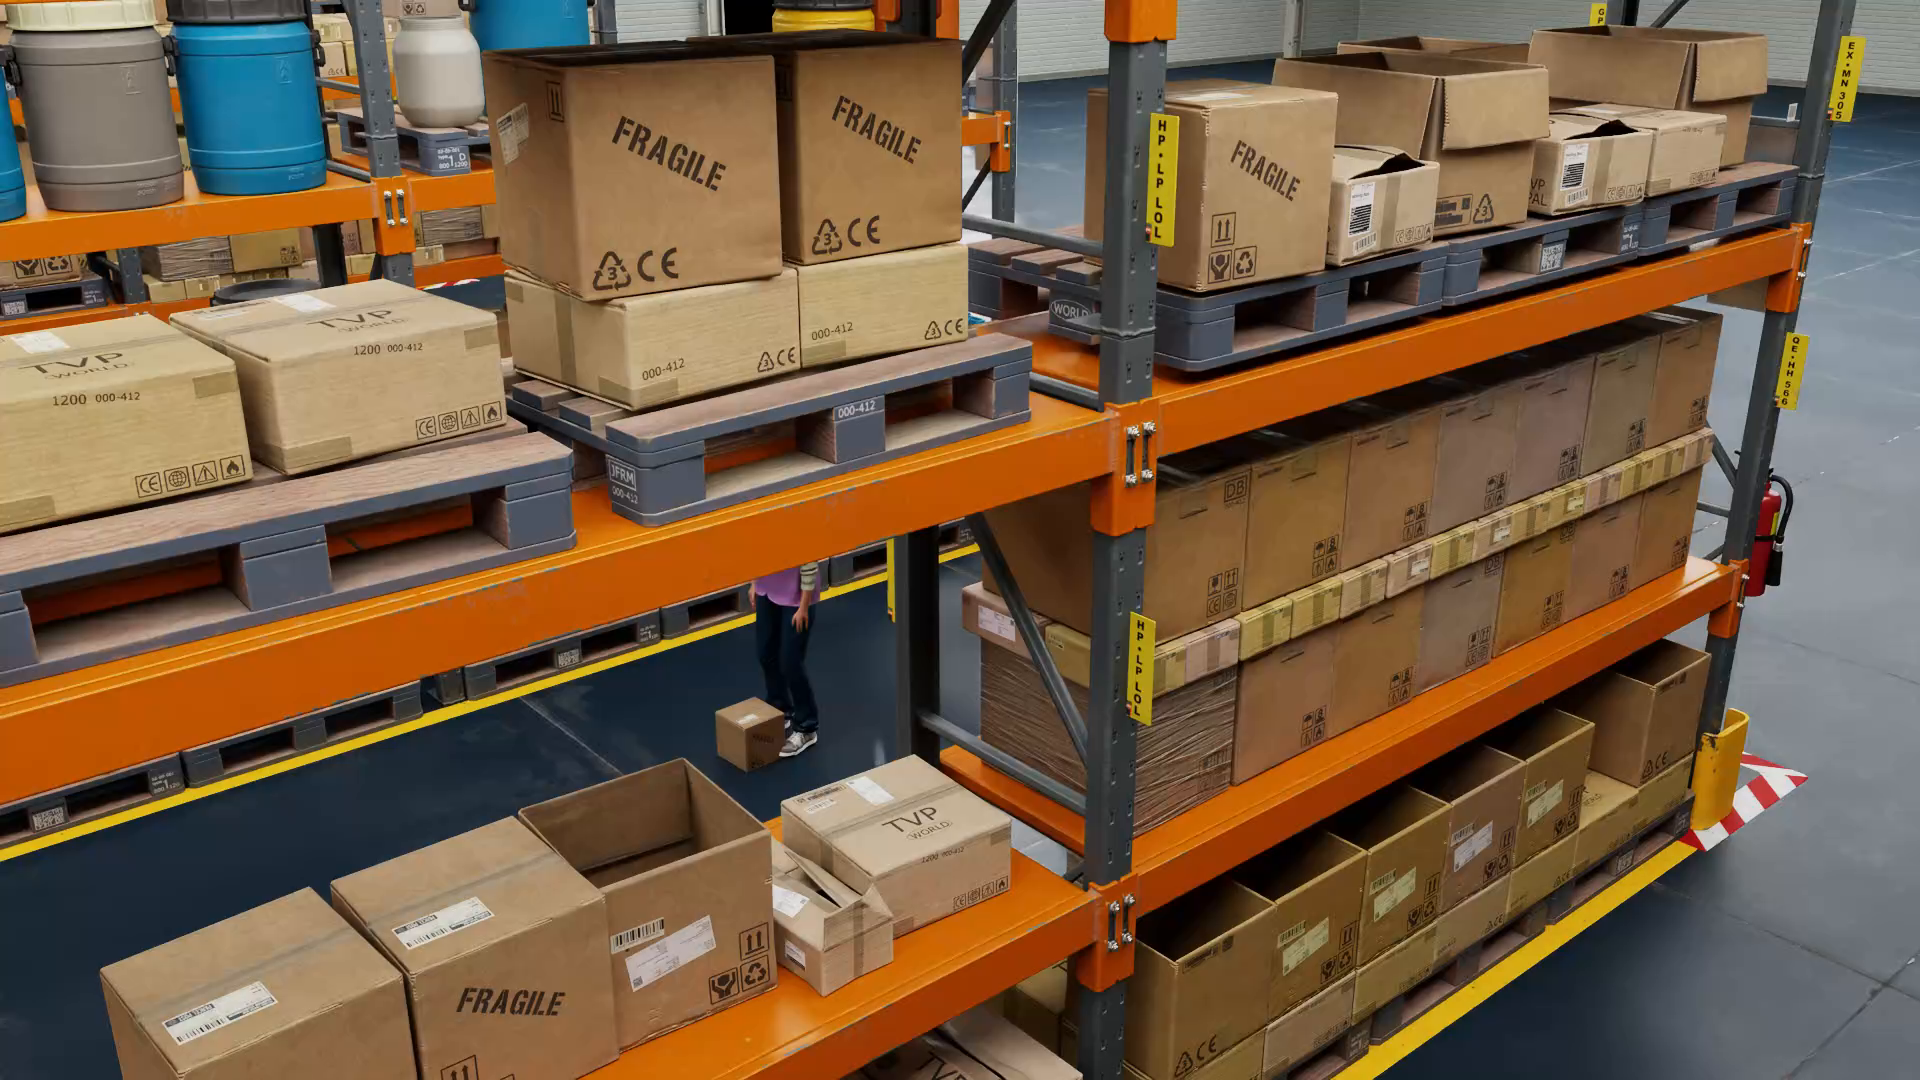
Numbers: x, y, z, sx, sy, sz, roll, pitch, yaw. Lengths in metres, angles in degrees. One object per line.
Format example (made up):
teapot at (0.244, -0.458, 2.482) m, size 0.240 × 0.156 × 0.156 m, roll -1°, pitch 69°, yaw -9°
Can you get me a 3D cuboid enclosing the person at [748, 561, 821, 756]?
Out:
person at (-0.888, 0.301, 8.326) m, size 0.350 × 1.593 × 0.468 m, roll -18°, pitch 27°, yaw -38°
